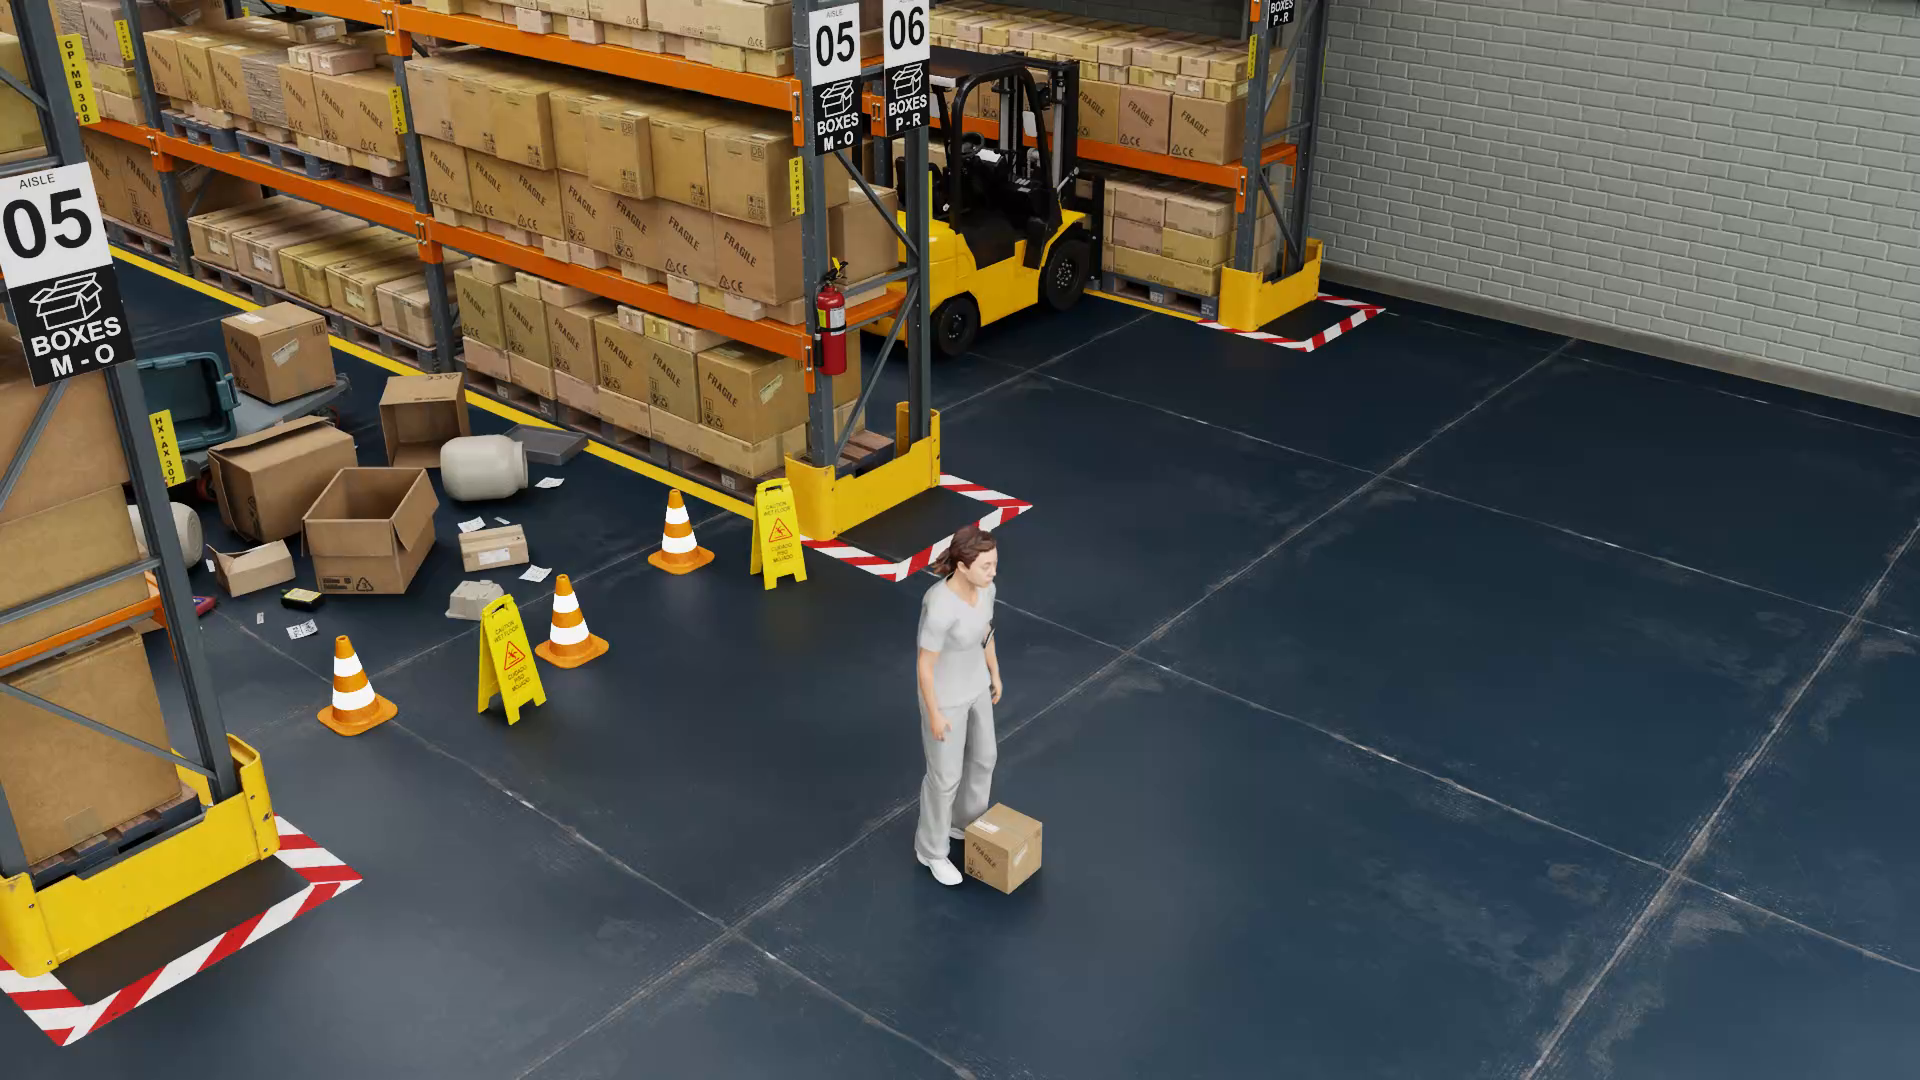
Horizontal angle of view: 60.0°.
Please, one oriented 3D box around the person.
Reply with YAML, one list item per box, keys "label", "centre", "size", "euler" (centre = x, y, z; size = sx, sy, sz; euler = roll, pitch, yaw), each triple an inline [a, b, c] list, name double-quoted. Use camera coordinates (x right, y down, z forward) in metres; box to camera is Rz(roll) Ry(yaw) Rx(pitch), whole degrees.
- label: "person"
  centre: [0.001, 0.704, 7.309]
  size: [0.353, 1.632, 0.505]
  euler: [20, 33, 33]
